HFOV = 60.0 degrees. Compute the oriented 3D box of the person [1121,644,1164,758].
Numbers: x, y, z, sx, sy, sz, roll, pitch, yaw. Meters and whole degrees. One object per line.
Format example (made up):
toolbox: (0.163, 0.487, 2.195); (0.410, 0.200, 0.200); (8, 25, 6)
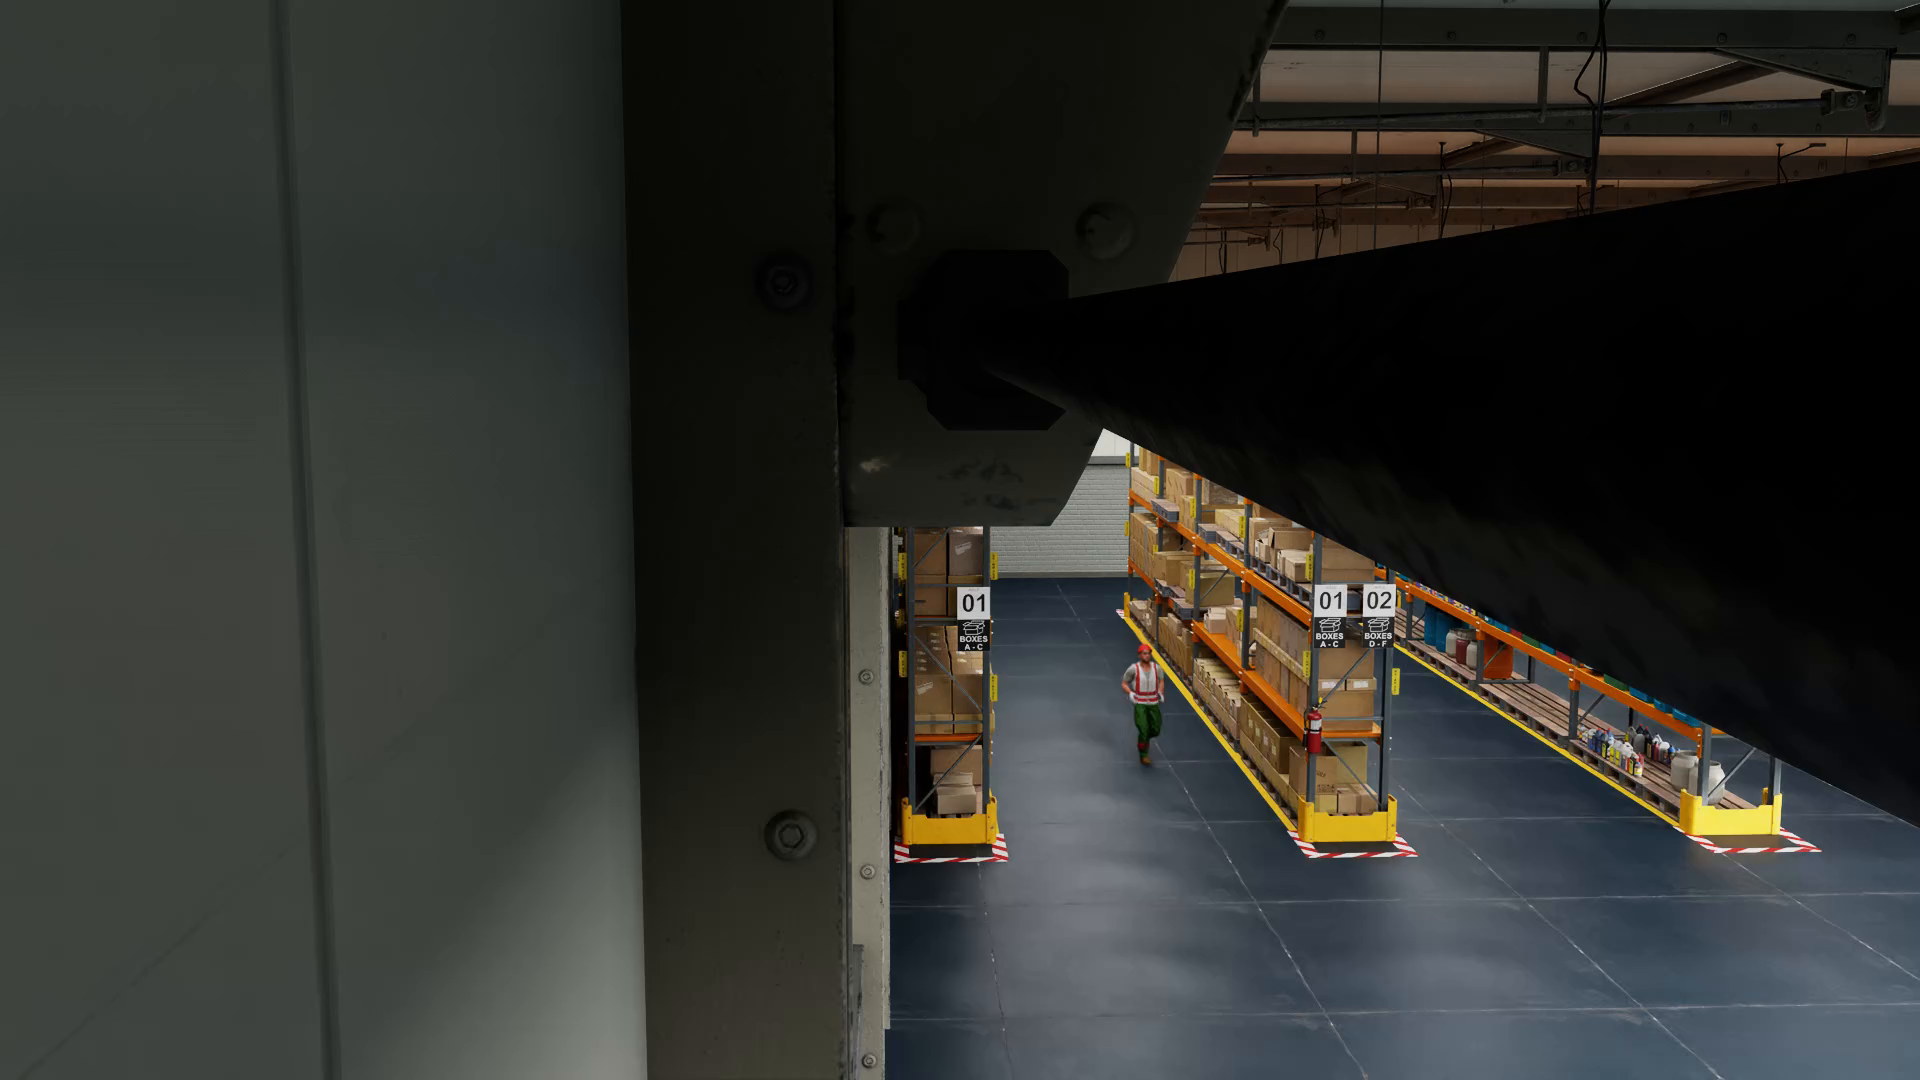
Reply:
person: (8.535, -0.253, 28.110); (13.735, 5.844, 6.591); (-1, 7, -11)
